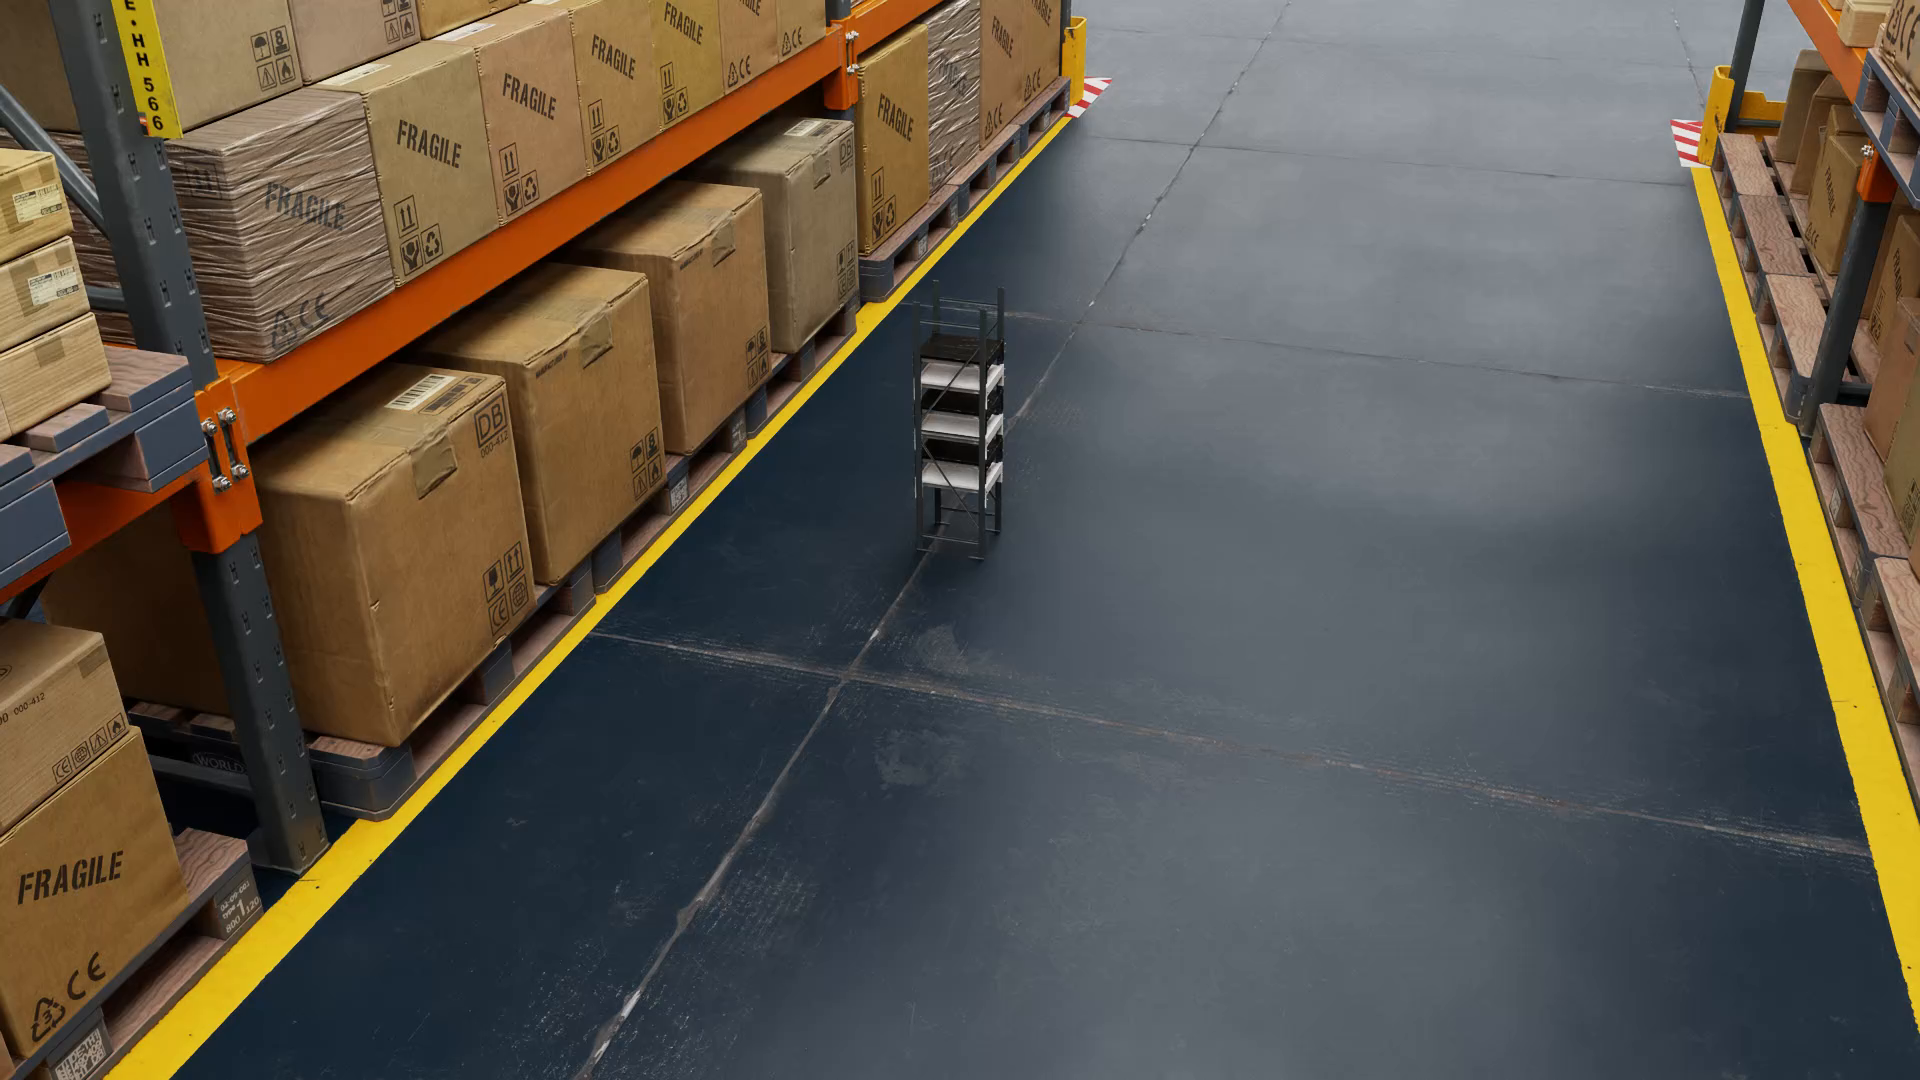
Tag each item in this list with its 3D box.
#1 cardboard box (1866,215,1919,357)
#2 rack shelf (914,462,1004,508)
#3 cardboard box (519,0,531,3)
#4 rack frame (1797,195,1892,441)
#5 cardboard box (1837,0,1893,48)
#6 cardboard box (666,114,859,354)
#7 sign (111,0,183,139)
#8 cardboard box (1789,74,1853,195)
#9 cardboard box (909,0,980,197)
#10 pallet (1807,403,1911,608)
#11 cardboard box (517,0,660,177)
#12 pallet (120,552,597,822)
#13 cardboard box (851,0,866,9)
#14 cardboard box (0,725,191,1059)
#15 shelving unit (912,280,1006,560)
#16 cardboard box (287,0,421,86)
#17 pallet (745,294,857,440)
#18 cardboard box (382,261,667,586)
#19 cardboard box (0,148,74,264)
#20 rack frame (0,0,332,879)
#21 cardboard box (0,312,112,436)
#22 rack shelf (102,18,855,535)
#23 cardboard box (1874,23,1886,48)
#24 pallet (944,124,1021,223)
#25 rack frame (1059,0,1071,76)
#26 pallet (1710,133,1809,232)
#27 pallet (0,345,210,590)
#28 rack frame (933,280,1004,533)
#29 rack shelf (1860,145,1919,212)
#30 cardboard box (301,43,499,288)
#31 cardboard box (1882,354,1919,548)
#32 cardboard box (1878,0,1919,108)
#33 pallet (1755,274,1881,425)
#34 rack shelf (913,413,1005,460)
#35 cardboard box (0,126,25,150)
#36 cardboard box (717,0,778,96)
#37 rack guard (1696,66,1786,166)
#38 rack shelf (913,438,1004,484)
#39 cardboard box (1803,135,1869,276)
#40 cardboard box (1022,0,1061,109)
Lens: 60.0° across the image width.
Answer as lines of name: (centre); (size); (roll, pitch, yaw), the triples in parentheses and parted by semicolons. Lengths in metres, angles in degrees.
cardboard box: (3.914, -0.930, 6.475); (0.500, 0.500, 0.500); (8, 30, 13)
rack shelf: (-0.002, -0.203, 5.628); (0.258, 0.077, 0.200); (8, 30, 15)
cardboard box: (-1.541, -1.954, 5.045); (0.700, 0.500, 0.500); (8, 30, 14)
rack frame: (3.759, -1.659, 5.646); (1.000, 3.000, 0.127); (8, 30, 15)
cardboard box: (3.721, -2.045, 6.599); (0.380, 0.149, 0.250); (8, 30, 15)
cardboard box: (-1.049, -1.312, 6.906); (1.050, 0.750, 0.750); (8, 30, 15)
sign: (-1.606, -0.953, 3.267); (0.100, 0.325, 0.005); (8, 30, 15)
cardboard box: (4.591, -2.038, 8.467); (0.500, 0.500, 0.500); (17, 33, 28)
cardboard box: (-0.441, -2.370, 8.678); (0.875, 0.875, 0.875); (9, 30, 15)
pallet: (3.532, -0.078, 5.673); (1.003, 0.211, 1.213); (8, 30, 15)
cardboard box: (-1.294, -1.470, 5.205); (0.500, 0.500, 0.500); (8, 30, 14)
pallet: (-1.824, 0.309, 4.978); (1.003, 0.211, 1.213); (8, 30, 15)
cardboard box: (-0.856, -2.652, 7.277); (0.875, 0.550, 0.550); (8, 30, 15)
cardboard box: (-2.070, 0.698, 3.550); (0.500, 0.500, 0.500); (8, 30, 15)
shelving unit: (-0.002, -0.389, 5.524); (0.258, 0.900, 0.210); (8, 30, 15)
cardboard box: (-1.839, -1.477, 4.189); (0.700, 0.500, 0.500); (8, 30, 14)
pallet: (-1.108, -0.825, 7.016); (1.003, 0.211, 1.213); (8, 30, 15)
cardboard box: (-1.609, -0.432, 5.323); (1.050, 0.750, 0.750); (9, 30, 16)
cardboard box: (-1.833, -0.595, 2.948); (0.380, 0.149, 0.250); (7, 30, 13)
rack frame: (-2.127, -0.554, 3.661); (1.000, 3.000, 0.127); (8, 30, 15)
cardboard box: (-1.833, -0.333, 3.090); (0.380, 0.149, 0.250); (9, 30, 16)
rack shelf: (-1.540, -1.169, 5.507); (1.077, 0.370, 4.000); (8, 30, 15)
cardboard box: (3.623, -1.805, 6.168); (0.380, 0.149, 0.250); (8, 30, 15)
pallet: (-0.299, -2.106, 9.318); (1.003, 0.211, 1.213); (8, 30, 15)
rack frame: (0.221, -4.272, 10.344); (1.000, 3.000, 0.127); (8, 30, 15)
pallet: (4.638, -1.891, 8.932); (1.003, 0.211, 1.213); (8, 30, 15)
pallet: (-2.235, -0.124, 3.085); (1.213, 0.211, 1.003); (8, 30, 15)
rack frame: (0.027, -0.437, 5.609); (0.240, 0.900, 0.006); (8, 30, 15)
rack shelf: (3.172, -0.415, 4.150); (1.077, 0.370, 4.000); (8, 30, 15)
cardboard box: (-1.591, -1.005, 4.368); (0.500, 0.500, 0.500); (8, 30, 14)
cardboard box: (3.400, -0.257, 5.246); (0.700, 0.500, 0.500); (8, 30, 15)
cardboard box: (3.392, -1.755, 4.770); (1.000, 1.000, 1.000); (9, 30, 15)
pallet: (3.922, -0.757, 6.894); (1.003, 0.211, 1.213); (8, 30, 15)
rack shelf: (-0.002, -0.360, 5.541); (0.258, 0.077, 0.200); (8, 30, 15)
cardboard box: (-2.252, -0.846, 4.082); (0.500, 0.500, 0.500); (8, 30, 15)
cardboard box: (-0.999, -1.941, 6.052); (0.500, 0.500, 0.500); (8, 30, 14)
rack guard: (4.910, -2.390, 9.532); (1.175, 0.500, 0.348); (8, 30, 15)
rack shelf: (-0.002, -0.282, 5.584); (0.258, 0.077, 0.200); (8, 30, 15)
cardboard box: (4.182, -1.497, 7.495); (0.500, 0.500, 0.500); (6, 30, 10)
cardboard box: (0.085, -3.203, 10.175); (0.875, 0.875, 0.875); (9, 30, 15)
